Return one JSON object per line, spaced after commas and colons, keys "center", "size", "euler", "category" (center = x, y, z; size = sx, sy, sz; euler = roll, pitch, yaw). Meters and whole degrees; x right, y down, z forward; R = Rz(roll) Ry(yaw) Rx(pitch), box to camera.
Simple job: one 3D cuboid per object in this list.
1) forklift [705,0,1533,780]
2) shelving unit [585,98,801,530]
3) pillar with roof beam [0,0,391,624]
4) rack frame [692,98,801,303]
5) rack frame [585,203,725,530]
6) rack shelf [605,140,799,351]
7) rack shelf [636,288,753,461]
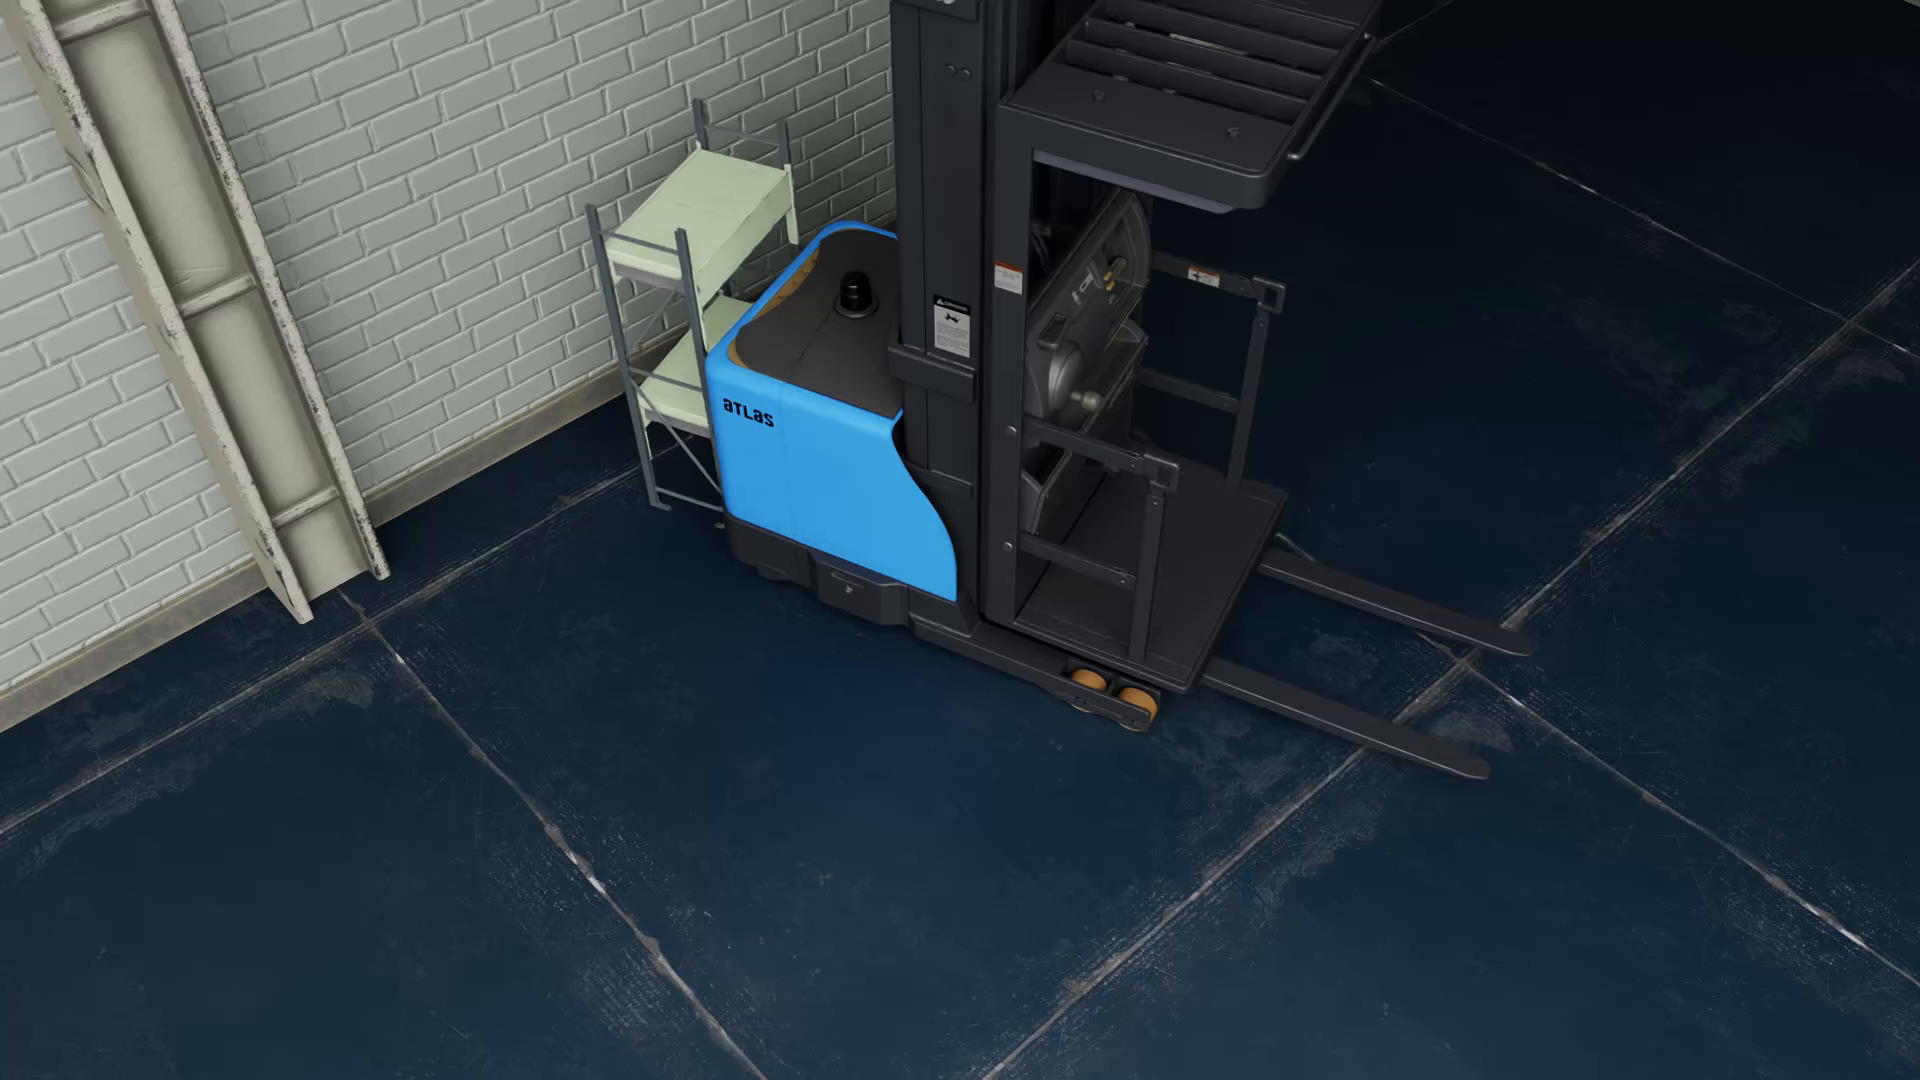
{"center": [0.617, -0.738, 5.490], "size": [3.031, 2.935, 1.130], "euler": [20, 51, 18], "category": "forklift"}
{"center": [-0.967, -0.853, 6.564], "size": [0.431, 1.500, 0.755], "euler": [18, 50, 17], "category": "shelving unit"}
{"center": [0.365, -0.561, 1.197], "size": [0.400, 9.000, 9.100], "euler": [-34, 56, -27], "category": "pillar with roof beam"}
{"center": [-0.816, -1.098, 6.790], "size": [0.400, 1.500, 0.023], "euler": [18, 50, 17], "category": "rack frame"}
{"center": [-1.119, -0.609, 6.338], "size": [0.400, 1.500, 0.023], "euler": [18, 50, 17], "category": "rack frame"}
{"center": [-0.974, -1.120, 6.279], "size": [0.431, 0.370, 0.720], "euler": [18, 50, 17], "category": "rack shelf"}
{"center": [-0.961, -0.630, 6.801], "size": [0.431, 0.370, 0.720], "euler": [18, 50, 17], "category": "rack shelf"}
